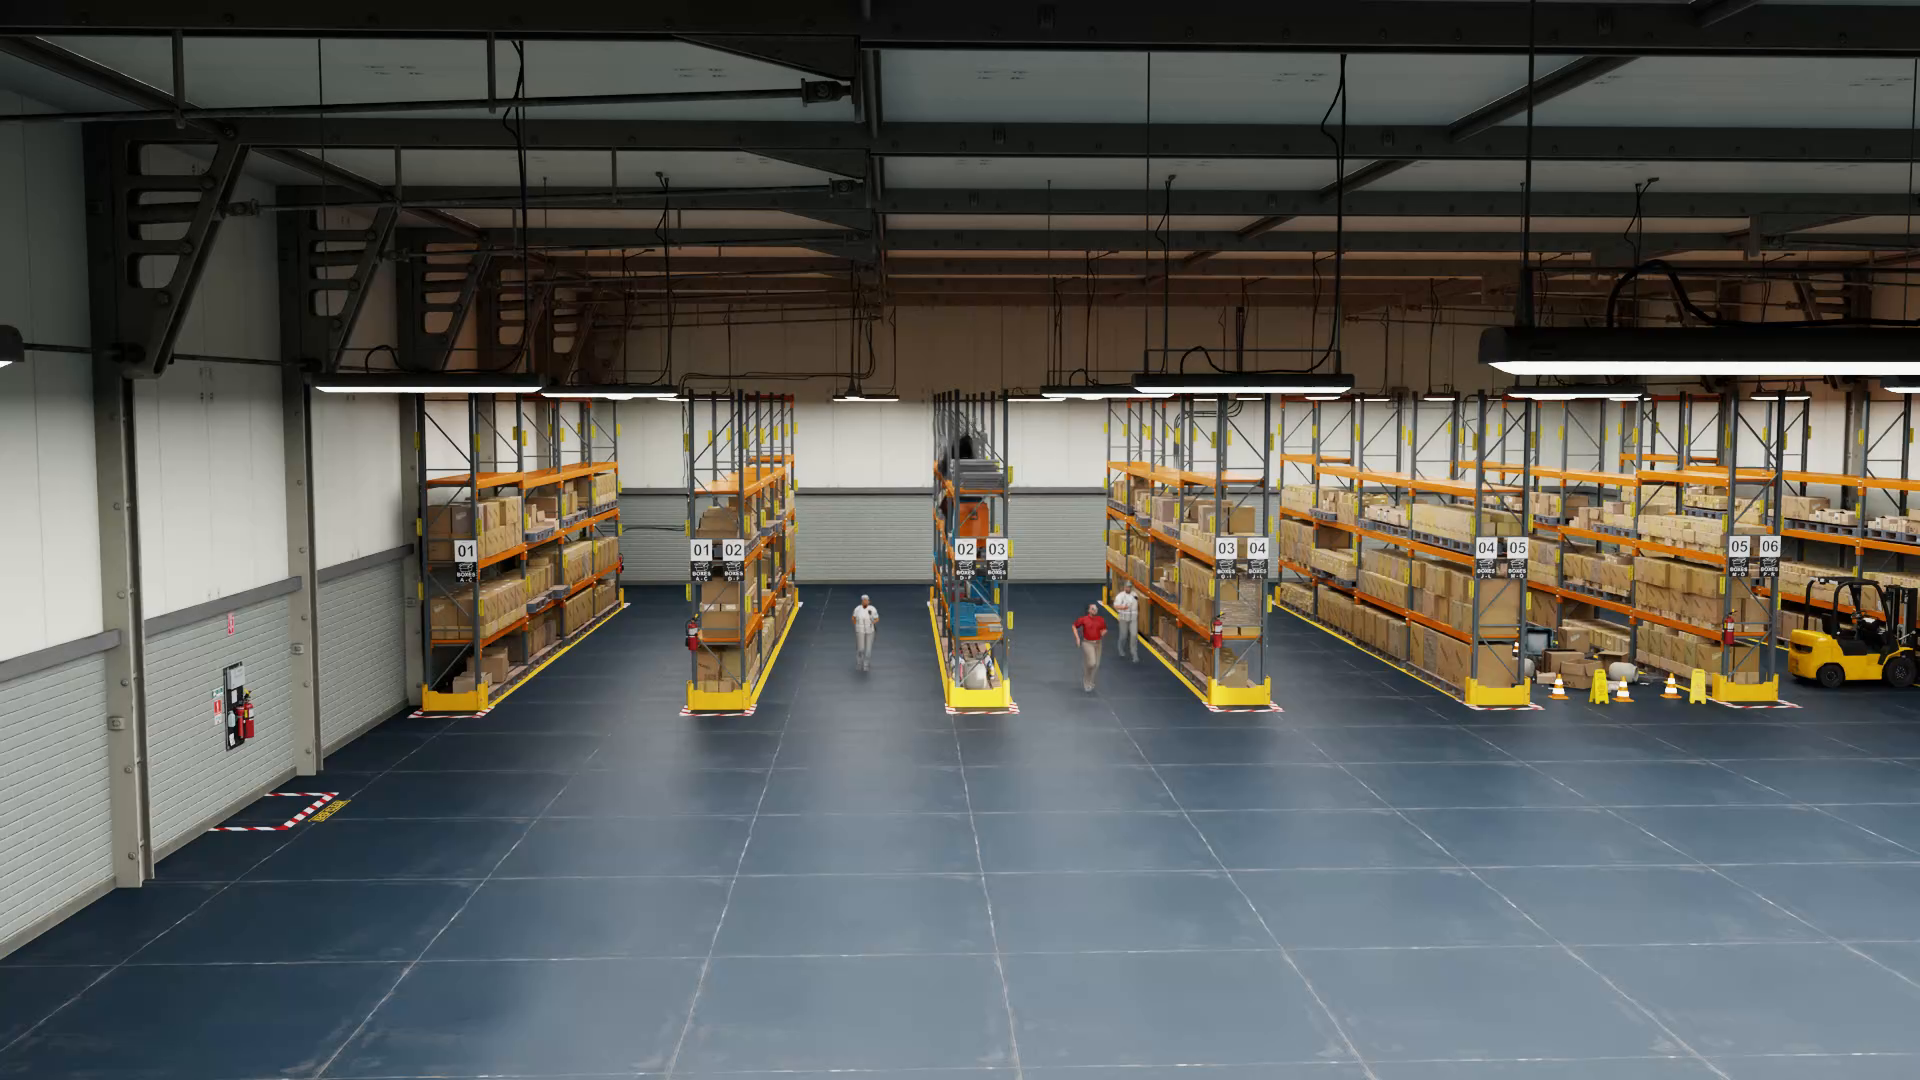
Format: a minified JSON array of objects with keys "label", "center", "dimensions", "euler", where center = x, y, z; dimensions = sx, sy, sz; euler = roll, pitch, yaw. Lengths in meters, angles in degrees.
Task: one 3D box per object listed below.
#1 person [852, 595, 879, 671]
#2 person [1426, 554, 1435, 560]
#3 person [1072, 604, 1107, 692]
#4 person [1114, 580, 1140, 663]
[{"label":"person","center":[-2.021,2.001,35.642],"dimensions":[0.581,1.658,0.638],"euler":[0,5,-4]},{"label":"person","center":[12.253,1.289,43.286],"dimensions":[0.665,1.832,0.893],"euler":[-1,5,-16]},{"label":"person","center":[2.653,2.162,33.303],"dimensions":[0.635,1.772,0.740],"euler":[-2,5,-24]},{"label":"person","center":[3.748,1.785,37.203],"dimensions":[0.636,1.807,0.880],"euler":[-1,5,-11]}]
